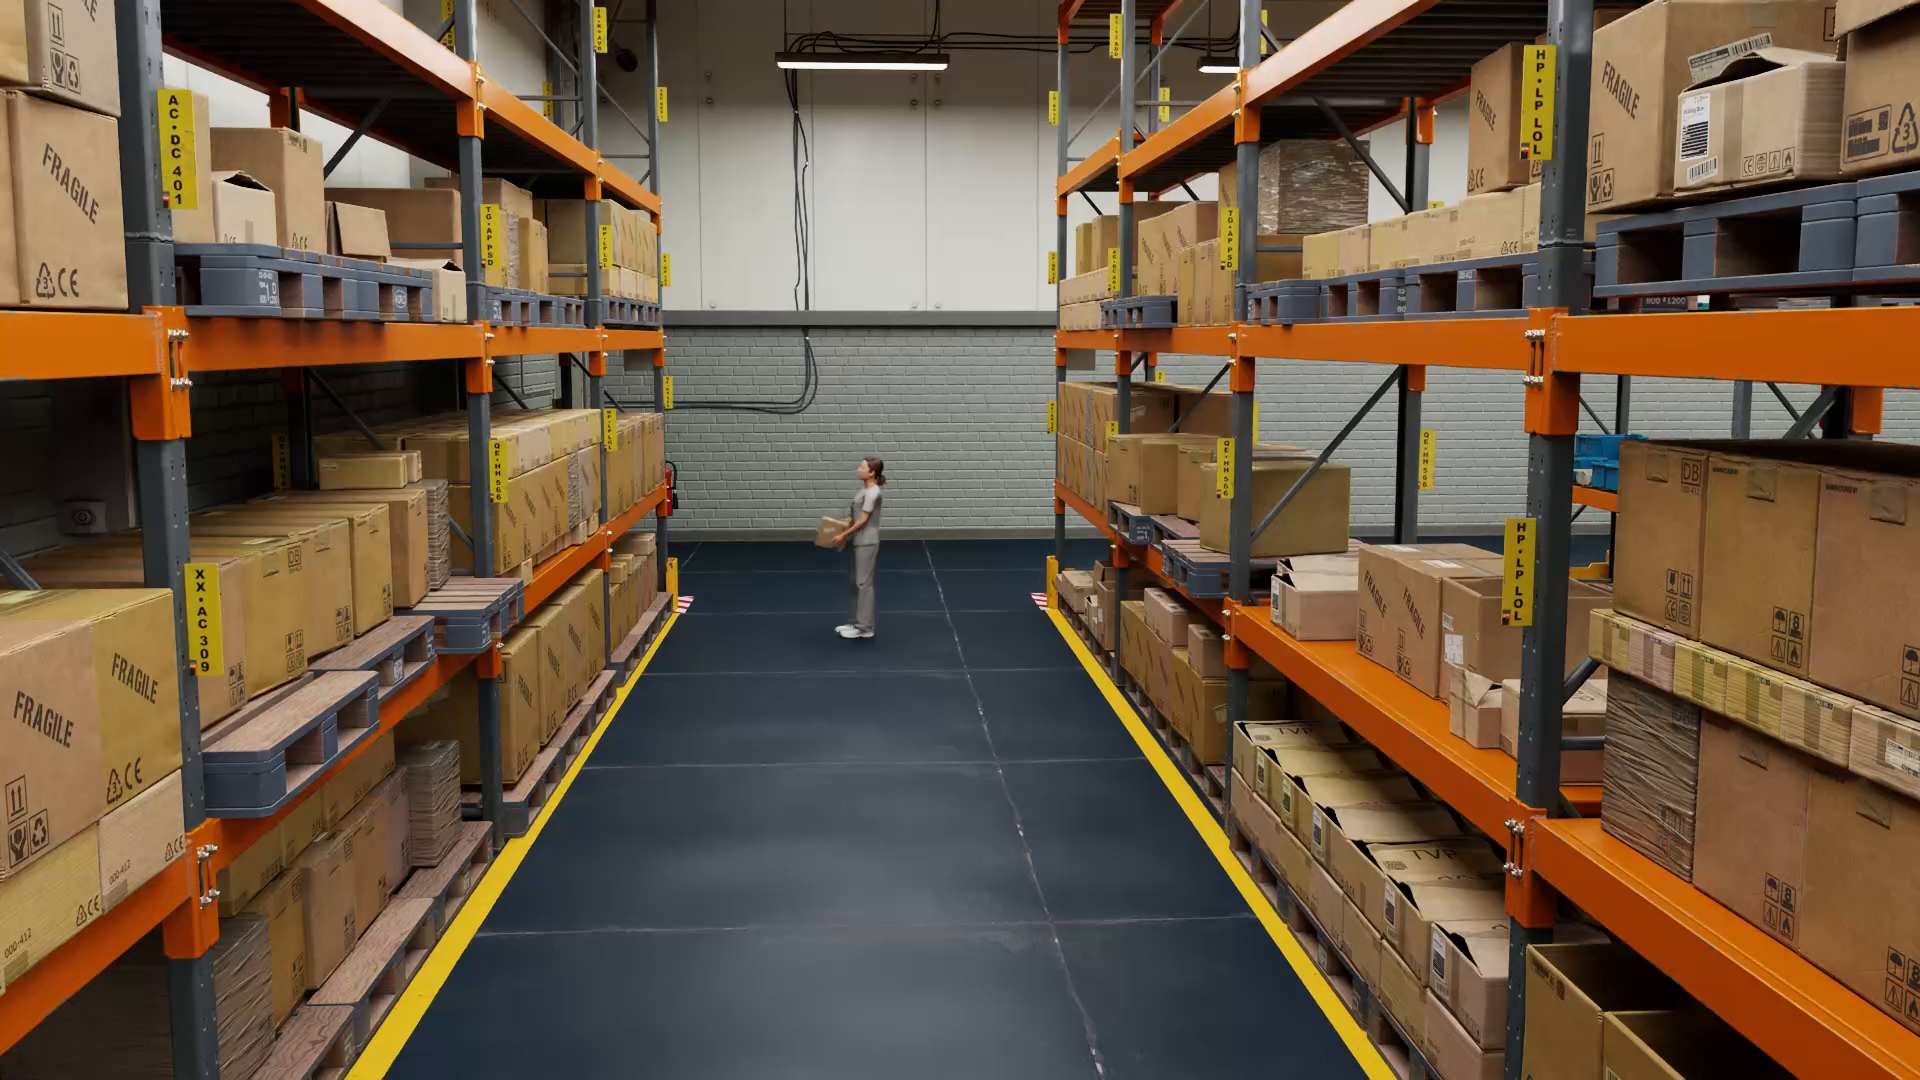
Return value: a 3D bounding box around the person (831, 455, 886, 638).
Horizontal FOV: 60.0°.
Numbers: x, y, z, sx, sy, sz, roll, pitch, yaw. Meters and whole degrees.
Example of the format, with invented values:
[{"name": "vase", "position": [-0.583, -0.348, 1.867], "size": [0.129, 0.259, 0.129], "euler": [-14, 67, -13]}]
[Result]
[{"name": "person", "position": [-0.934, 0.059, 15.264], "size": [0.534, 1.676, 0.474], "euler": [-2, 7, -13]}]
